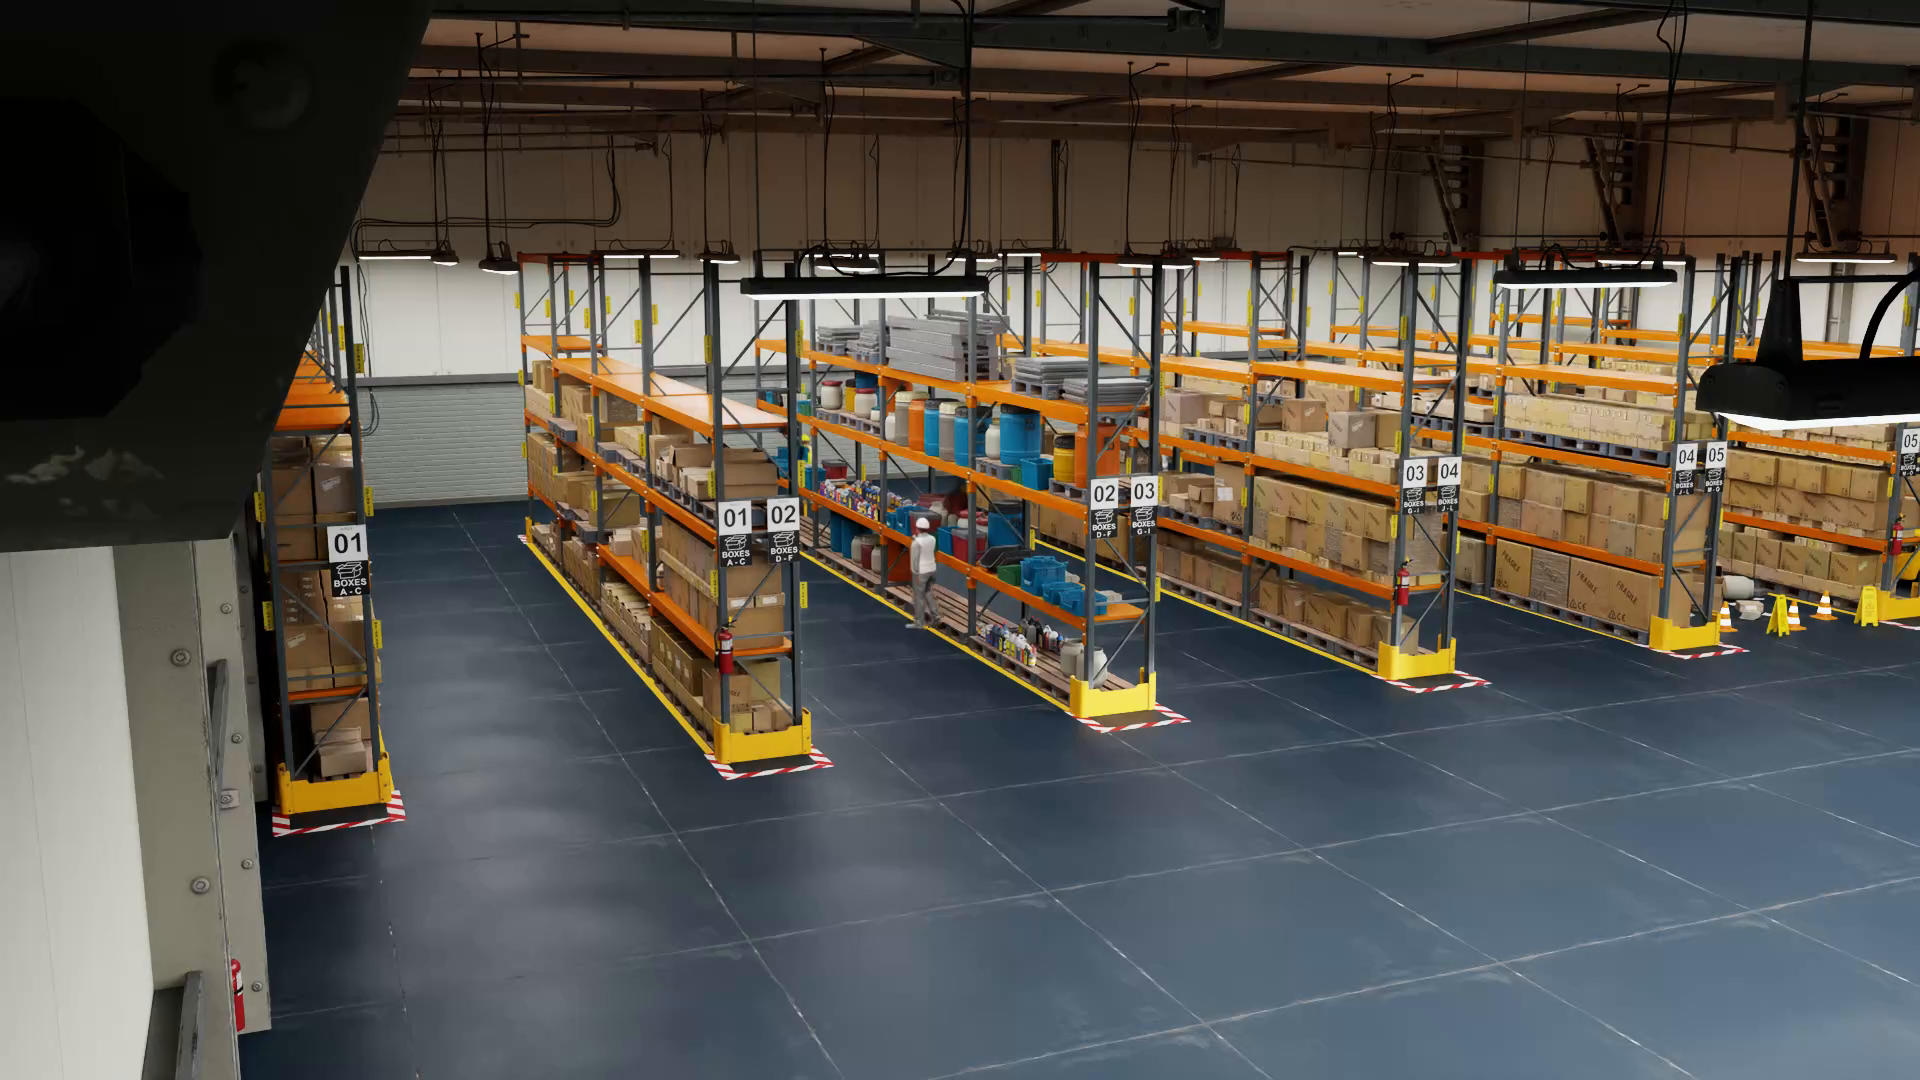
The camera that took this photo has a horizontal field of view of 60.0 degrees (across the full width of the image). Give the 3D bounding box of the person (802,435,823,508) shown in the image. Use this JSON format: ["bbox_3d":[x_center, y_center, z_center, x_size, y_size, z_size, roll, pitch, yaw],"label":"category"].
[{"bbox_3d":[-3.604,-1.603,38.905,0.625,1.709,1.050,-6,12,-30],"label":"person"}]

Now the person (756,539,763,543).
[{"bbox_3d":[-3.502,0.425,28.084,0.402,1.693,0.487,-4,11,-20],"label":"person"}]

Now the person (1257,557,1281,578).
[{"bbox_3d":[5.685,-0.080,30.596,0.587,1.819,0.393,7,12,32],"label":"person"}]

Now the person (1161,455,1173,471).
[{"bbox_3d":[5.558,-2.580,44.147,0.568,1.761,0.747,5,12,27],"label":"person"}]

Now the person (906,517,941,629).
[{"bbox_3d":[-0.592,0.526,26.465,0.391,1.793,0.561,8,13,38],"label":"person"}]
